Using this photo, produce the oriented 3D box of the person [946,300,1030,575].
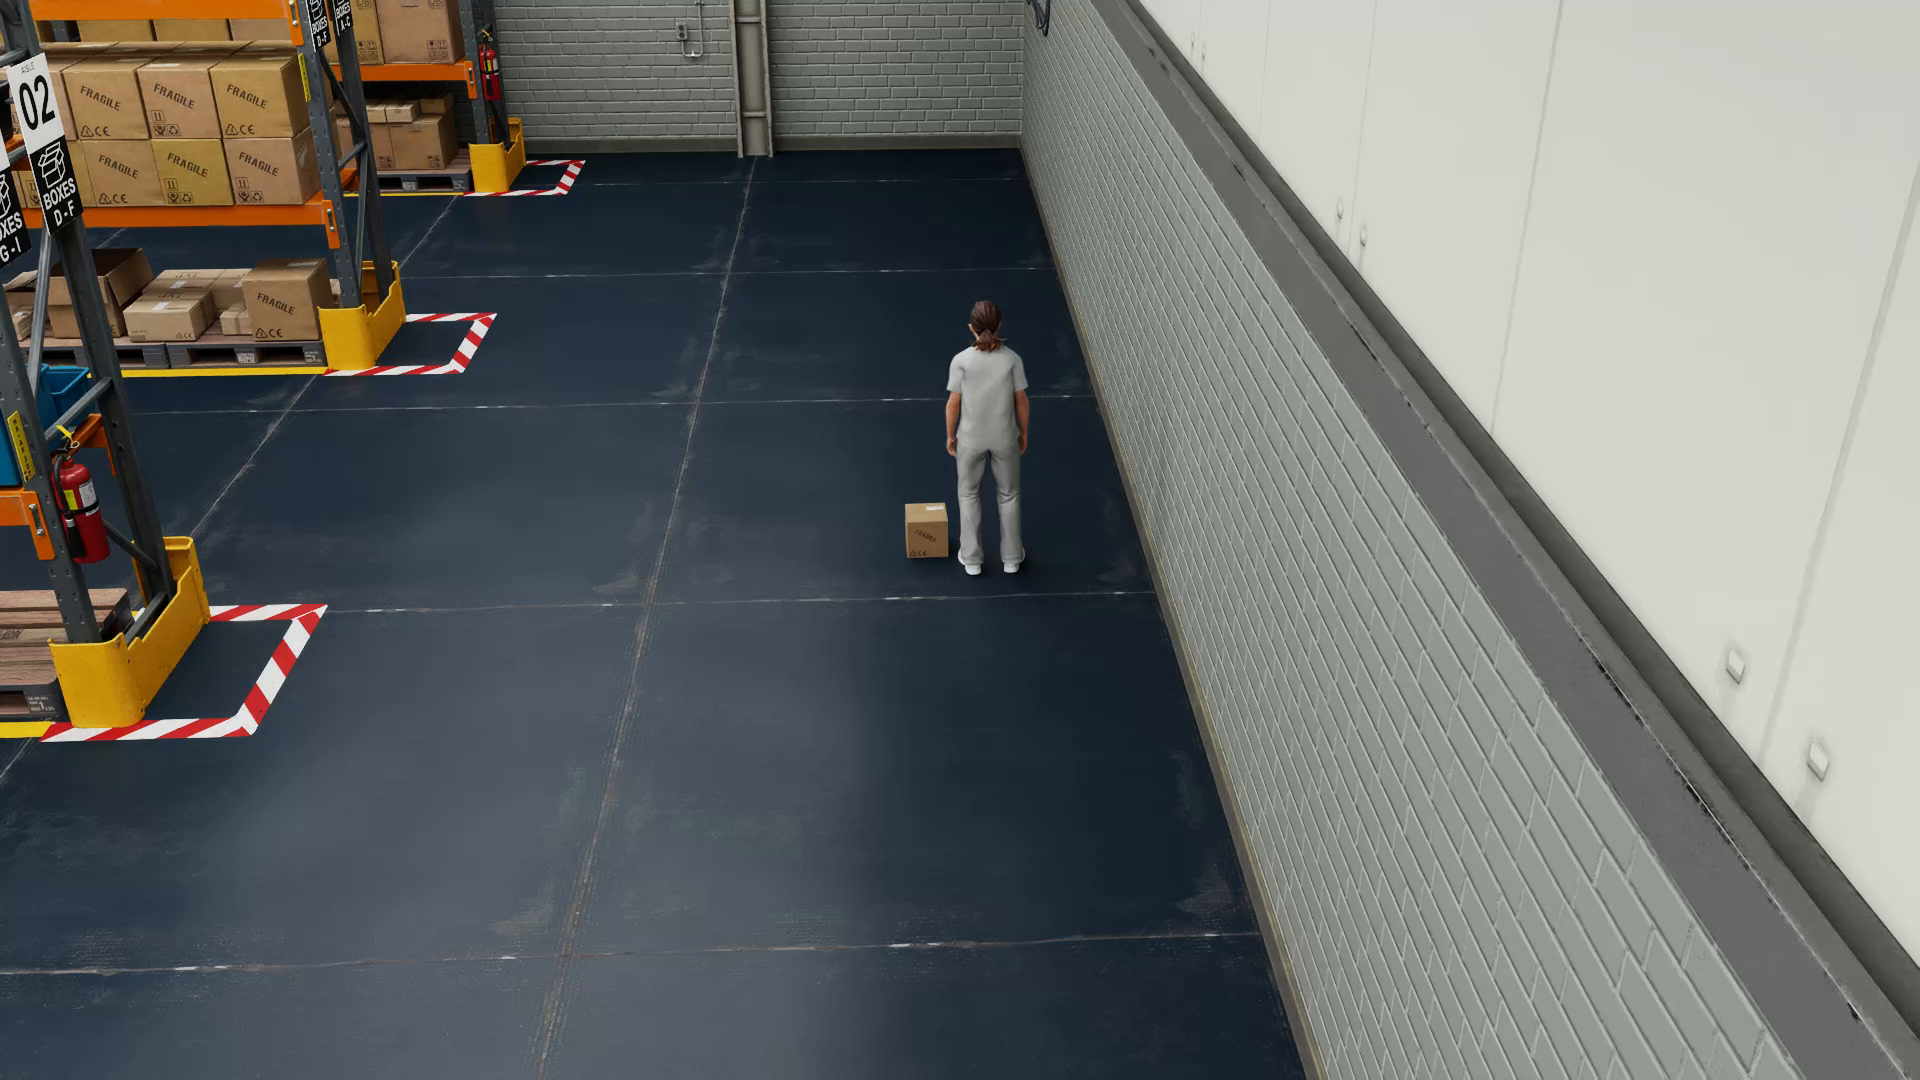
[{"bbox_3d":[0.162,-0.588,9.743,0.488,1.673,0.352,-1,28,-2],"label":"person"}]
